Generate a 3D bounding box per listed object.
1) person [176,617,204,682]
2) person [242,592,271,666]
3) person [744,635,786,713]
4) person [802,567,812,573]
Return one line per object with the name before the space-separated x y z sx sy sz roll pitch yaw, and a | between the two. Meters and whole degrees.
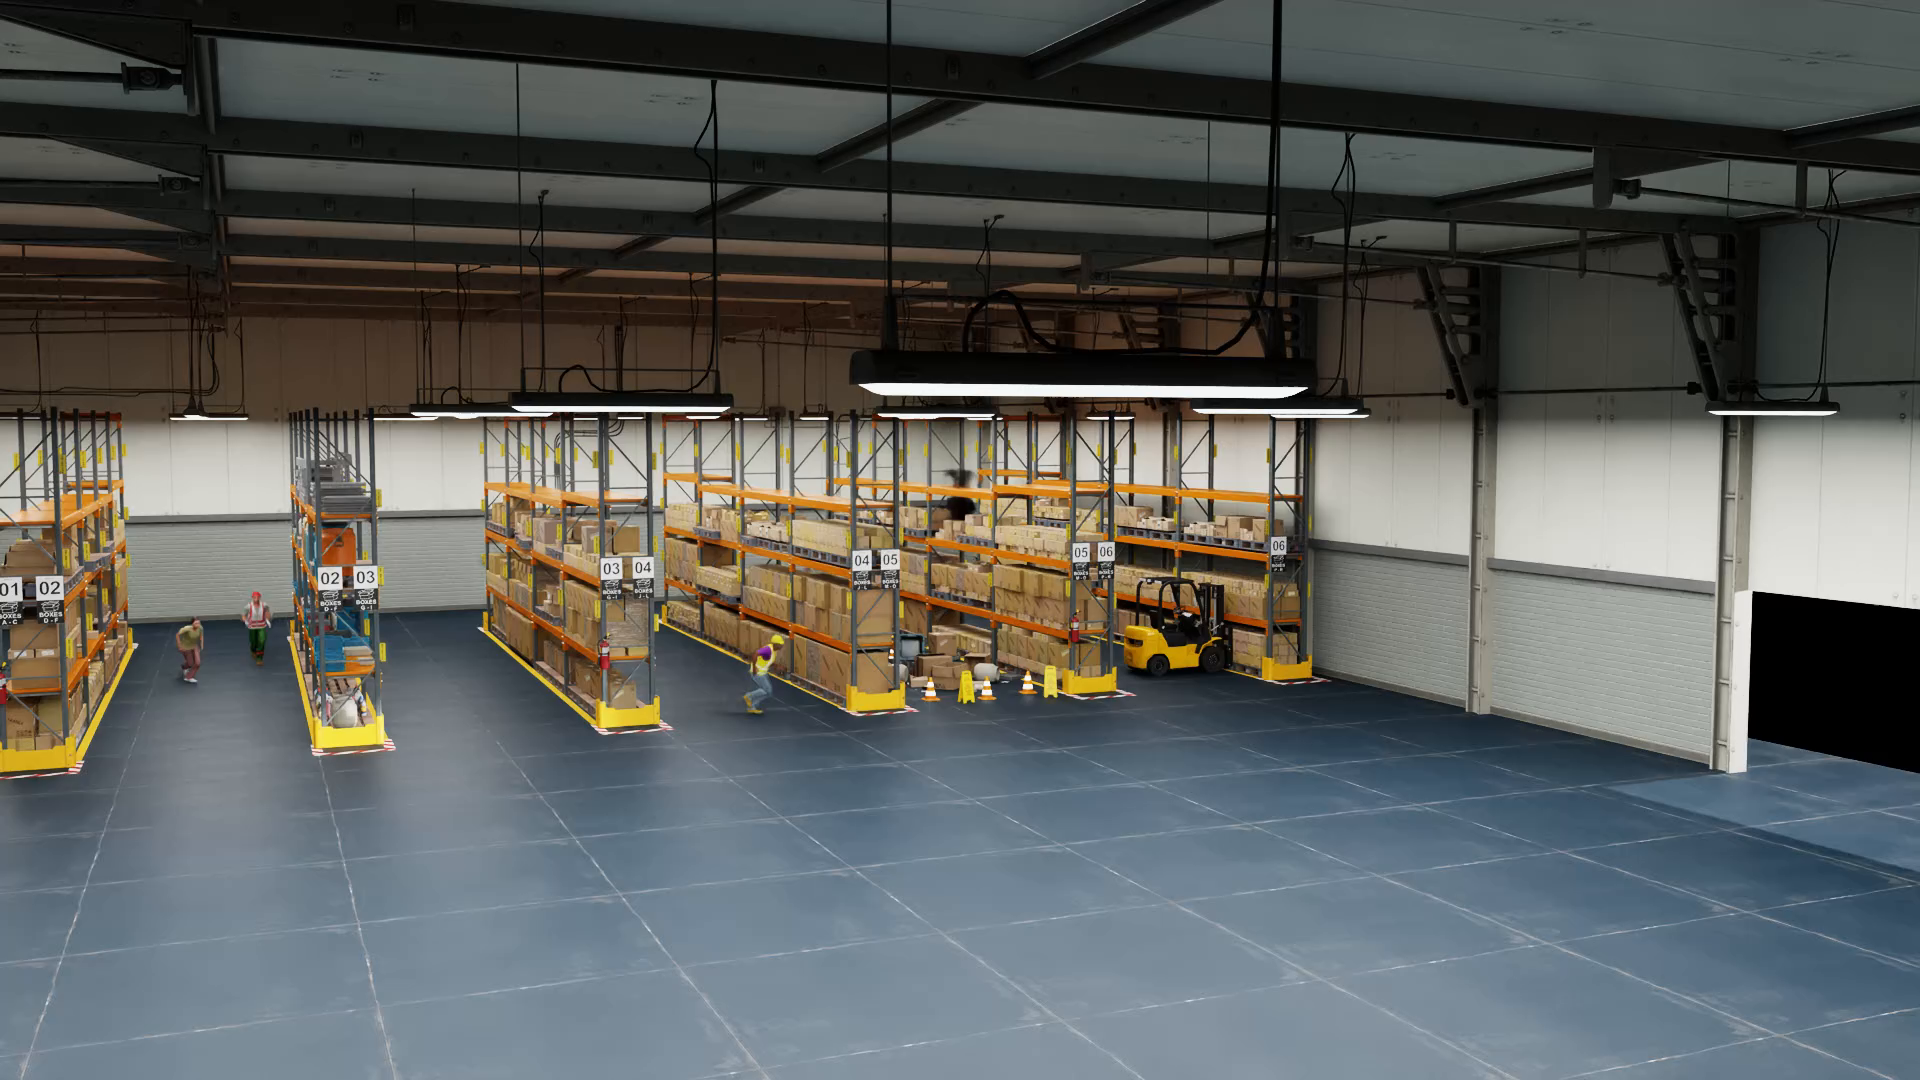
person | -17.071 2.416 36.802 0.870 1.485 0.597 3 5 41
person | -16.670 2.081 39.418 0.626 1.756 0.925 -2 4 -26
person | -3.848 2.651 32.686 0.840 1.570 0.734 1 4 11
person | -4.658 1.354 50.677 0.888 1.591 0.550 -2 5 -28
